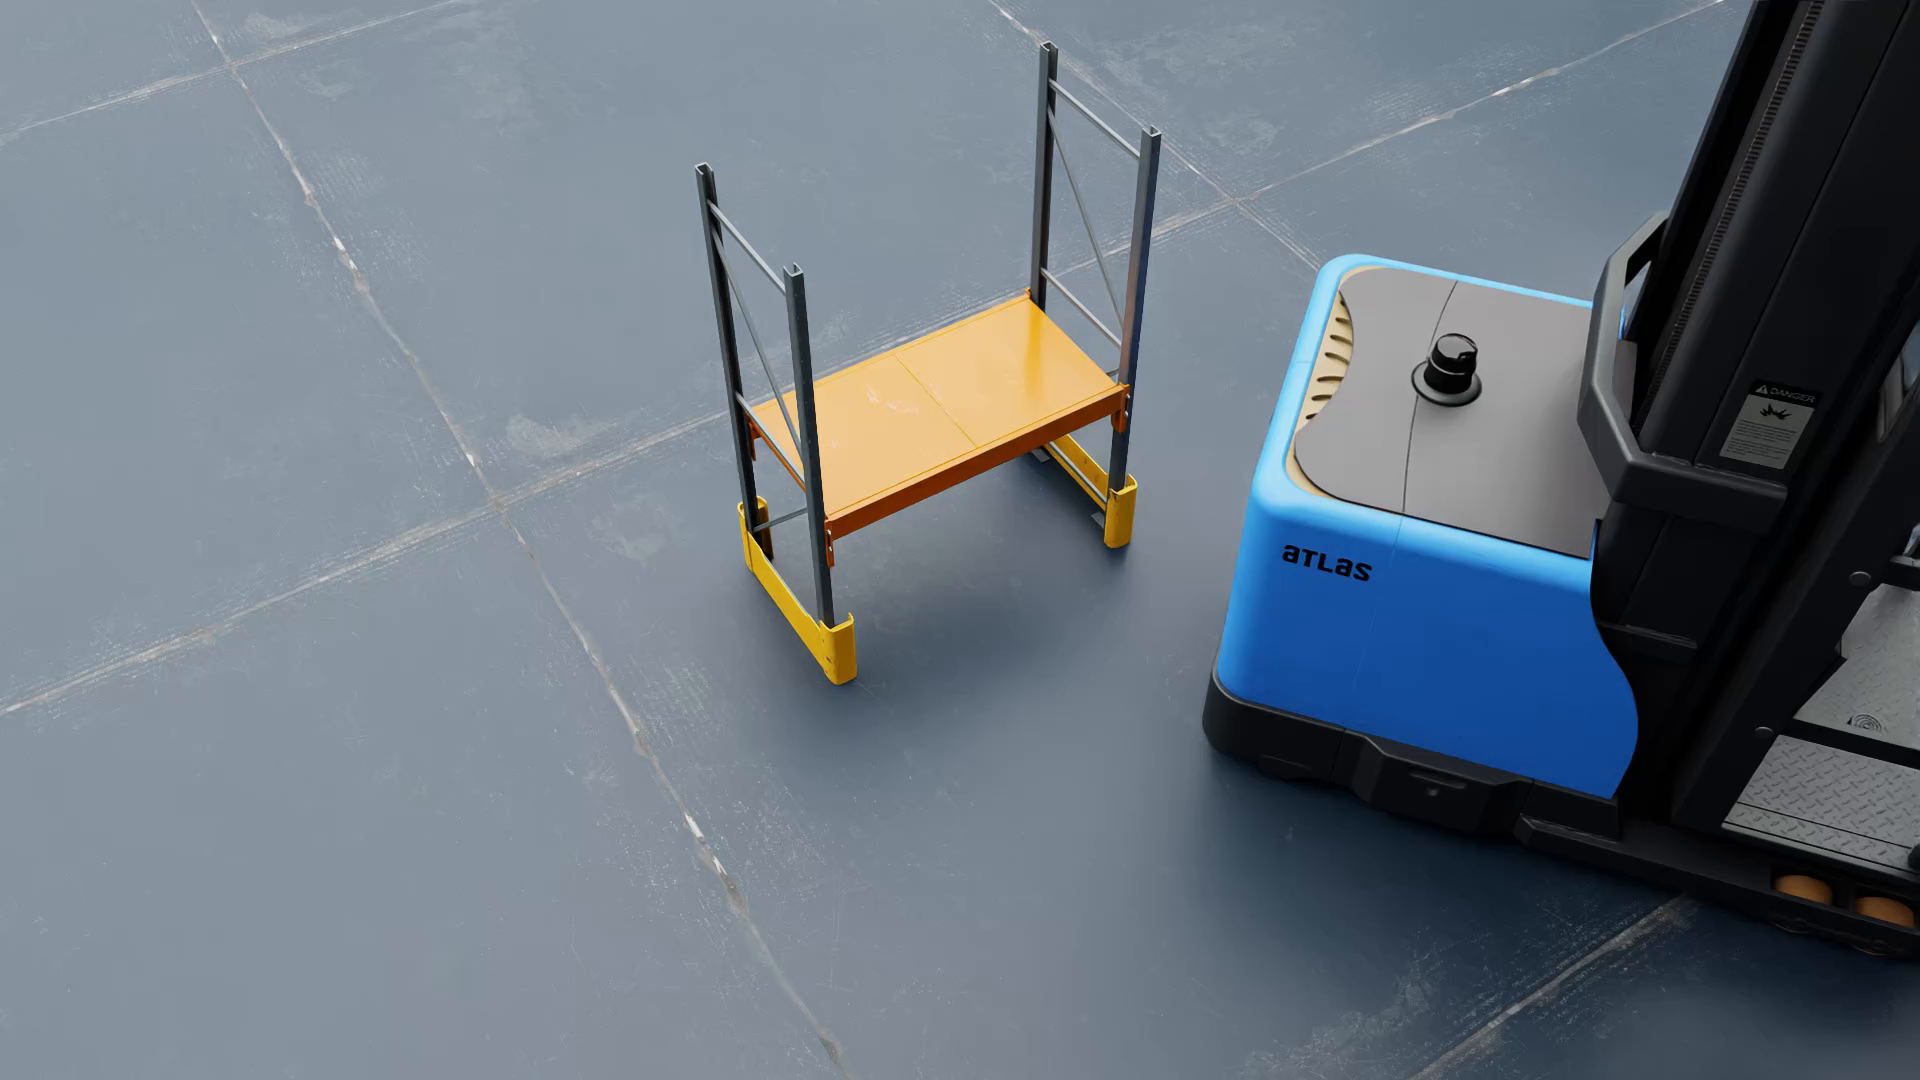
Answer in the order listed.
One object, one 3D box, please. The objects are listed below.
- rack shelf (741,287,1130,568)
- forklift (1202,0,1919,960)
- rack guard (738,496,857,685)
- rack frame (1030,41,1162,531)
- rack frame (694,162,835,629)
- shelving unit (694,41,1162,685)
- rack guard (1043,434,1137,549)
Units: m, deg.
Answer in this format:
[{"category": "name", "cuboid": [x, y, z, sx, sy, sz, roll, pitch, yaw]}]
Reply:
[{"category": "rack shelf", "cuboid": [-0.072, -0.345, 4.794, 1.000, 0.185, 0.538, -25, 53, -21]}, {"category": "forklift", "cuboid": [2.257, -0.354, 3.602, 3.031, 2.935, 1.130, 15, 50, 13]}, {"category": "rack guard", "cuboid": [-0.486, 0.146, 4.953, 0.087, 0.250, 0.587, -25, 53, -21]}, {"category": "rack frame", "cuboid": [0.358, -0.667, 4.840, 0.032, 1.500, 0.500, -25, 53, -21]}, {"category": "rack frame", "cuboid": [-0.502, -0.262, 4.479, 0.032, 1.500, 0.500, -25, 53, -21]}, {"category": "shelving unit", "cuboid": [-0.064, -0.468, 4.663, 1.083, 1.500, 0.587, -25, 53, -21]}, {"category": "rack guard", "cuboid": [0.357, -0.251, 5.306, 0.087, 0.250, 0.587, -25, 53, -21]}]
